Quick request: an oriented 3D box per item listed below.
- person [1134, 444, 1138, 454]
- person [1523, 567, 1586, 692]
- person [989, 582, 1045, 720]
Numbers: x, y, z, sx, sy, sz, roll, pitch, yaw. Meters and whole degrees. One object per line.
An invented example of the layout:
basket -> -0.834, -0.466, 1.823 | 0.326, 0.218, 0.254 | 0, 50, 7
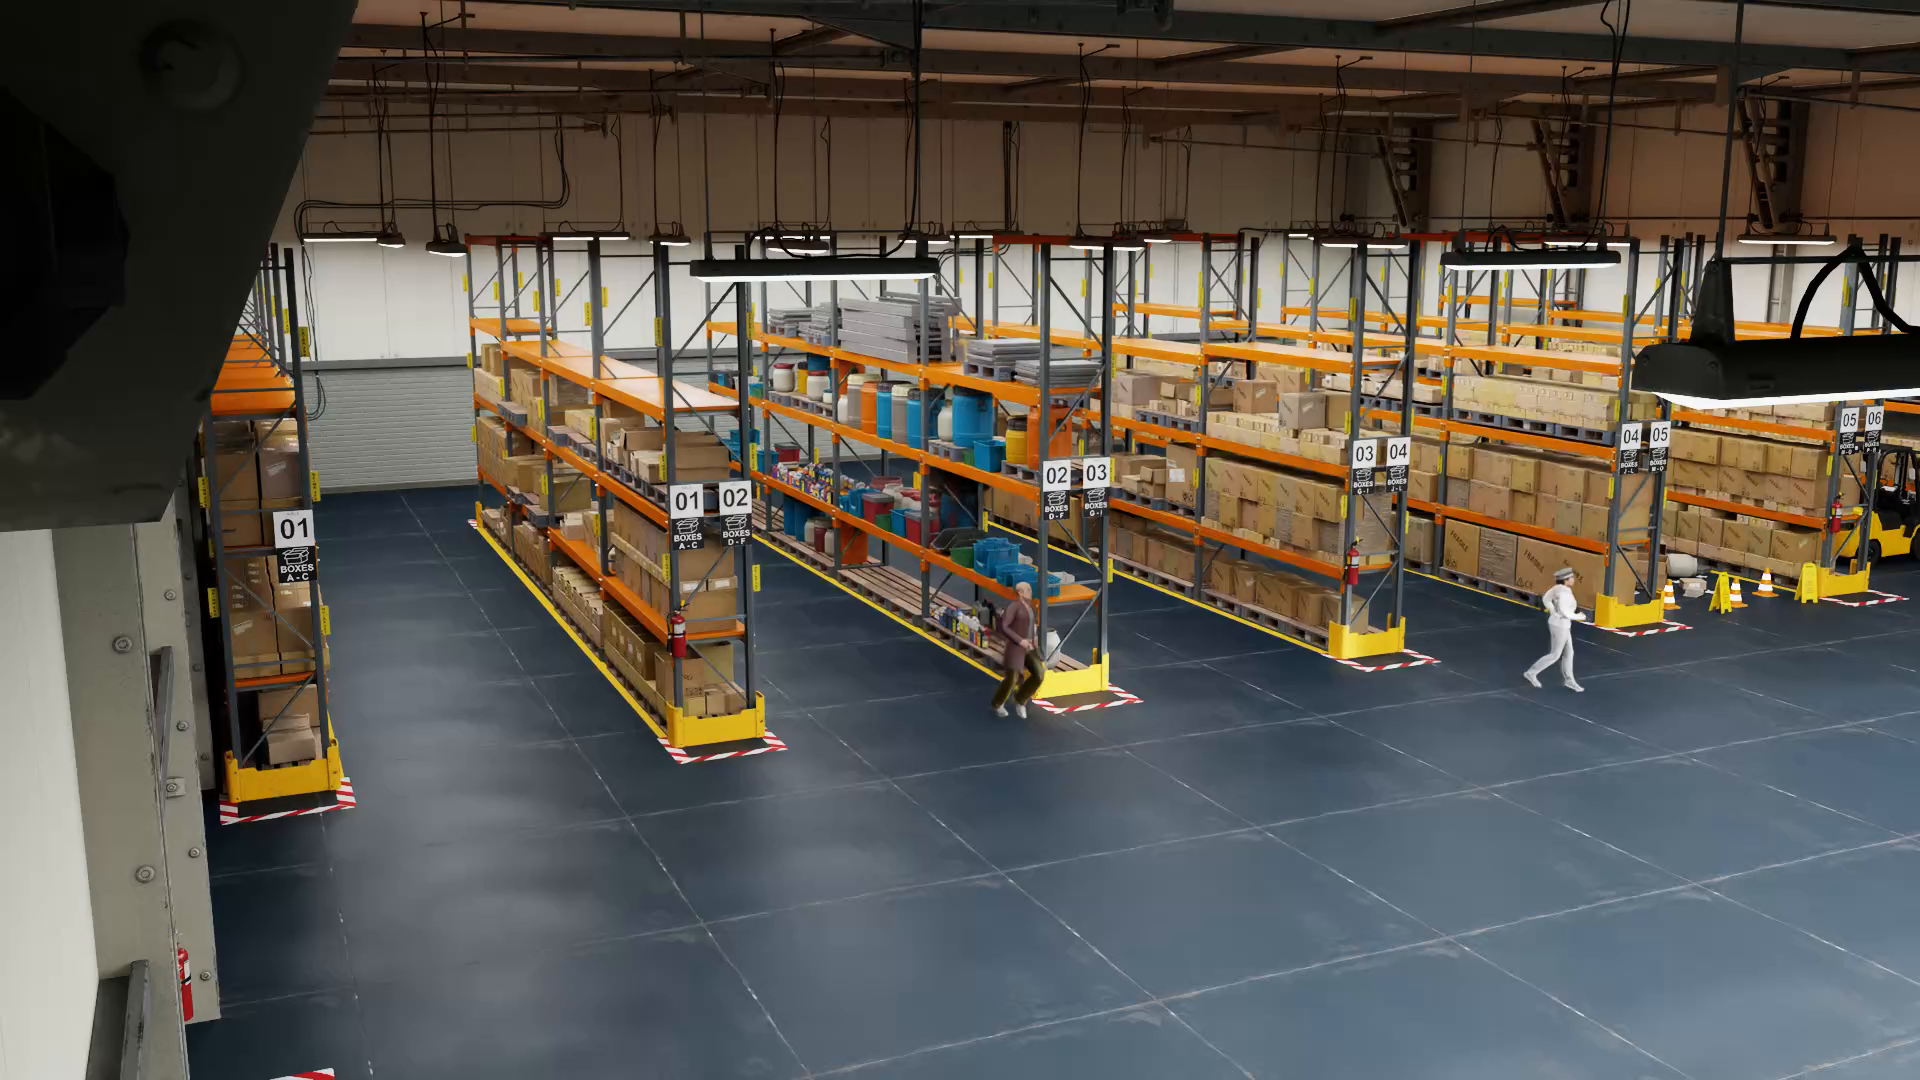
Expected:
person -> 3.568, -1.136, 34.340 | 0.657, 1.726, 0.949 | -6, 13, -30
person -> 8.074, 1.210, 22.472 | 0.822, 1.722, 0.631 | 2, 11, 11
person -> 0.787, 1.409, 21.352 | 0.686, 1.760, 0.775 | 9, 14, 40
